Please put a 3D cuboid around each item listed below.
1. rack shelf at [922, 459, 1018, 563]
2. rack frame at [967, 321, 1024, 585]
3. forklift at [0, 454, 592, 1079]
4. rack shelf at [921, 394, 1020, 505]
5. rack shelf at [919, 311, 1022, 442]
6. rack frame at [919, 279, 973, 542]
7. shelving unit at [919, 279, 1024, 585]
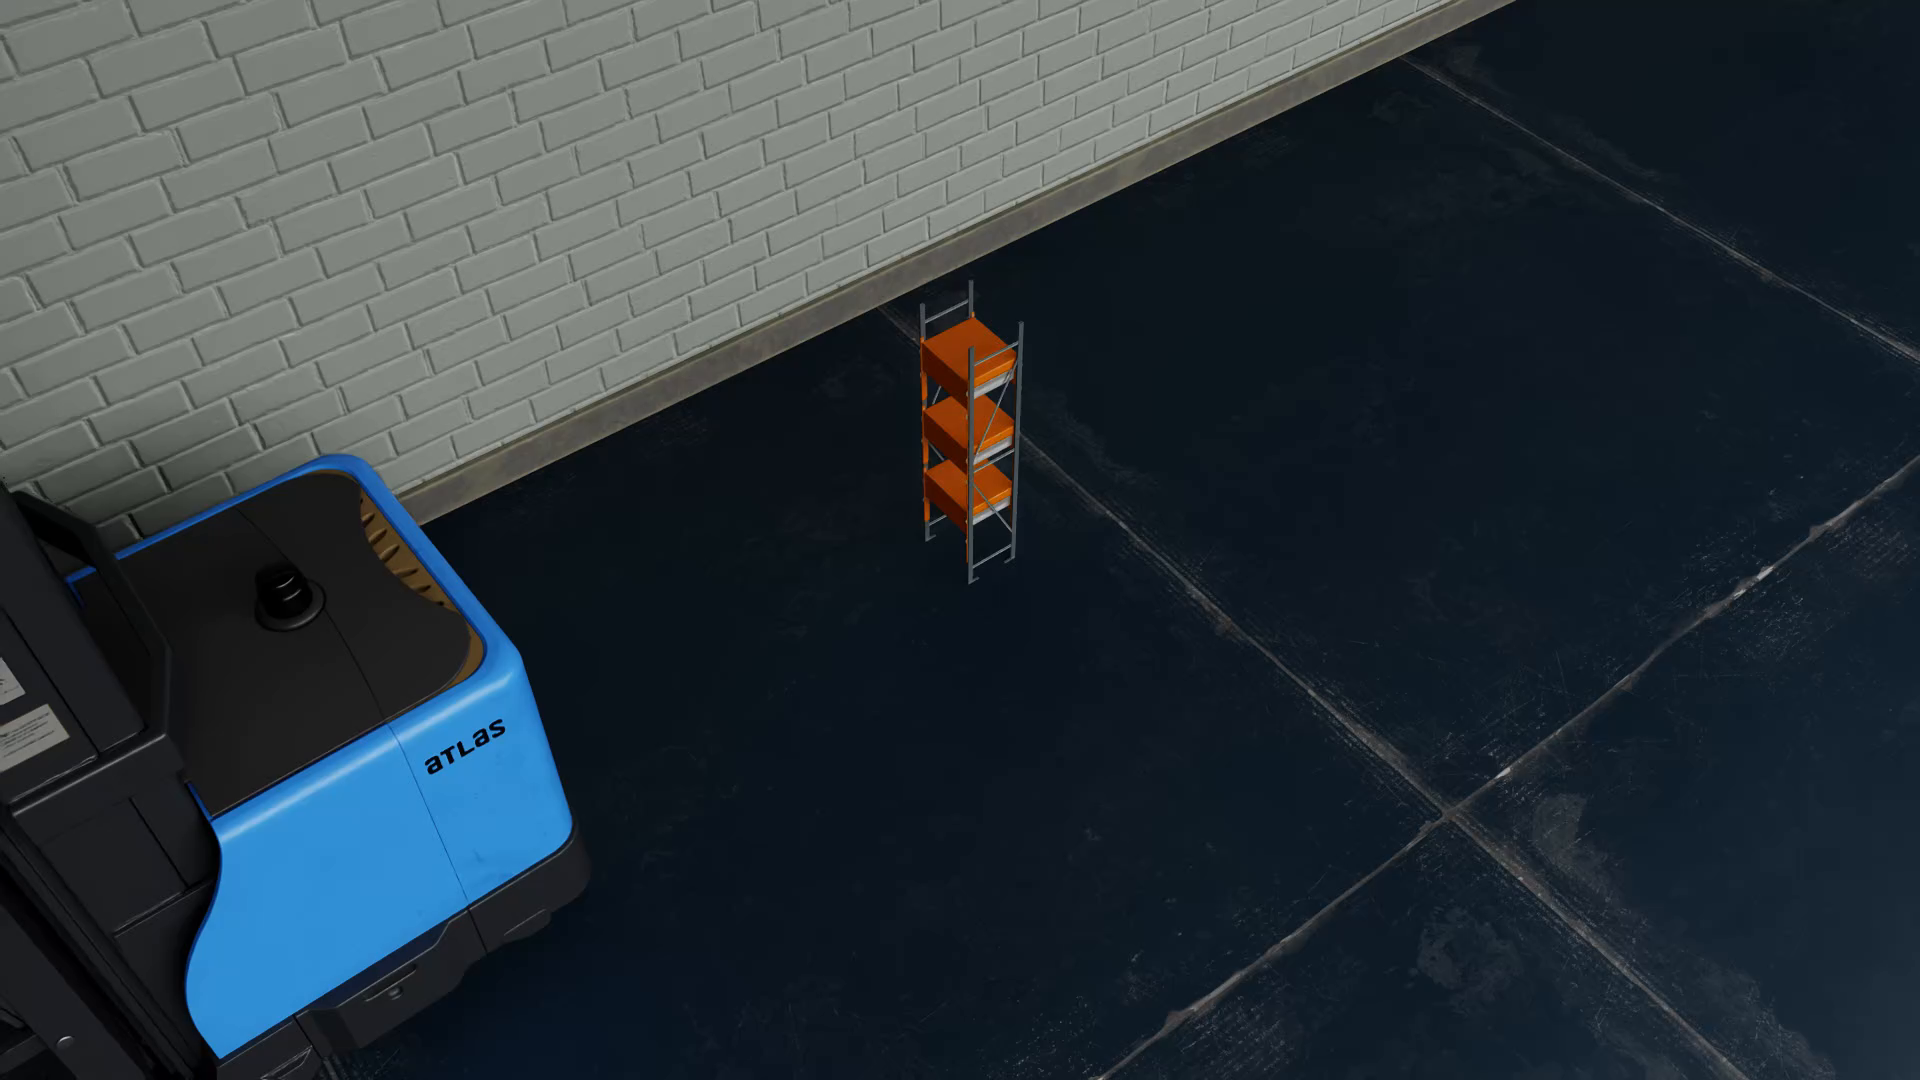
[{"bbox_3d":[0.032,-0.127,5.546,0.215,0.259,0.240,-29,54,-24],"label":"rack shelf"},{"bbox_3d":[0.106,-0.249,5.267,0.200,1.050,0.008,-29,54,-24],"label":"rack frame"},{"bbox_3d":[-2.524,0.439,3.373,3.031,2.935,1.130,-31,55,-25],"label":"forklift"},{"bbox_3d":[0.032,-0.314,5.340,0.215,0.259,0.240,-29,54,-24],"label":"rack shelf"},{"bbox_3d":[0.032,-0.505,5.130,0.215,0.259,0.240,-29,54,-24],"label":"rack shelf"},{"bbox_3d":[-0.041,-0.393,5.398,0.200,1.050,0.008,-29,54,-24],"label":"rack frame"},{"bbox_3d":[0.032,-0.321,5.332,0.215,1.050,0.252,-29,54,-24],"label":"shelving unit"}]
